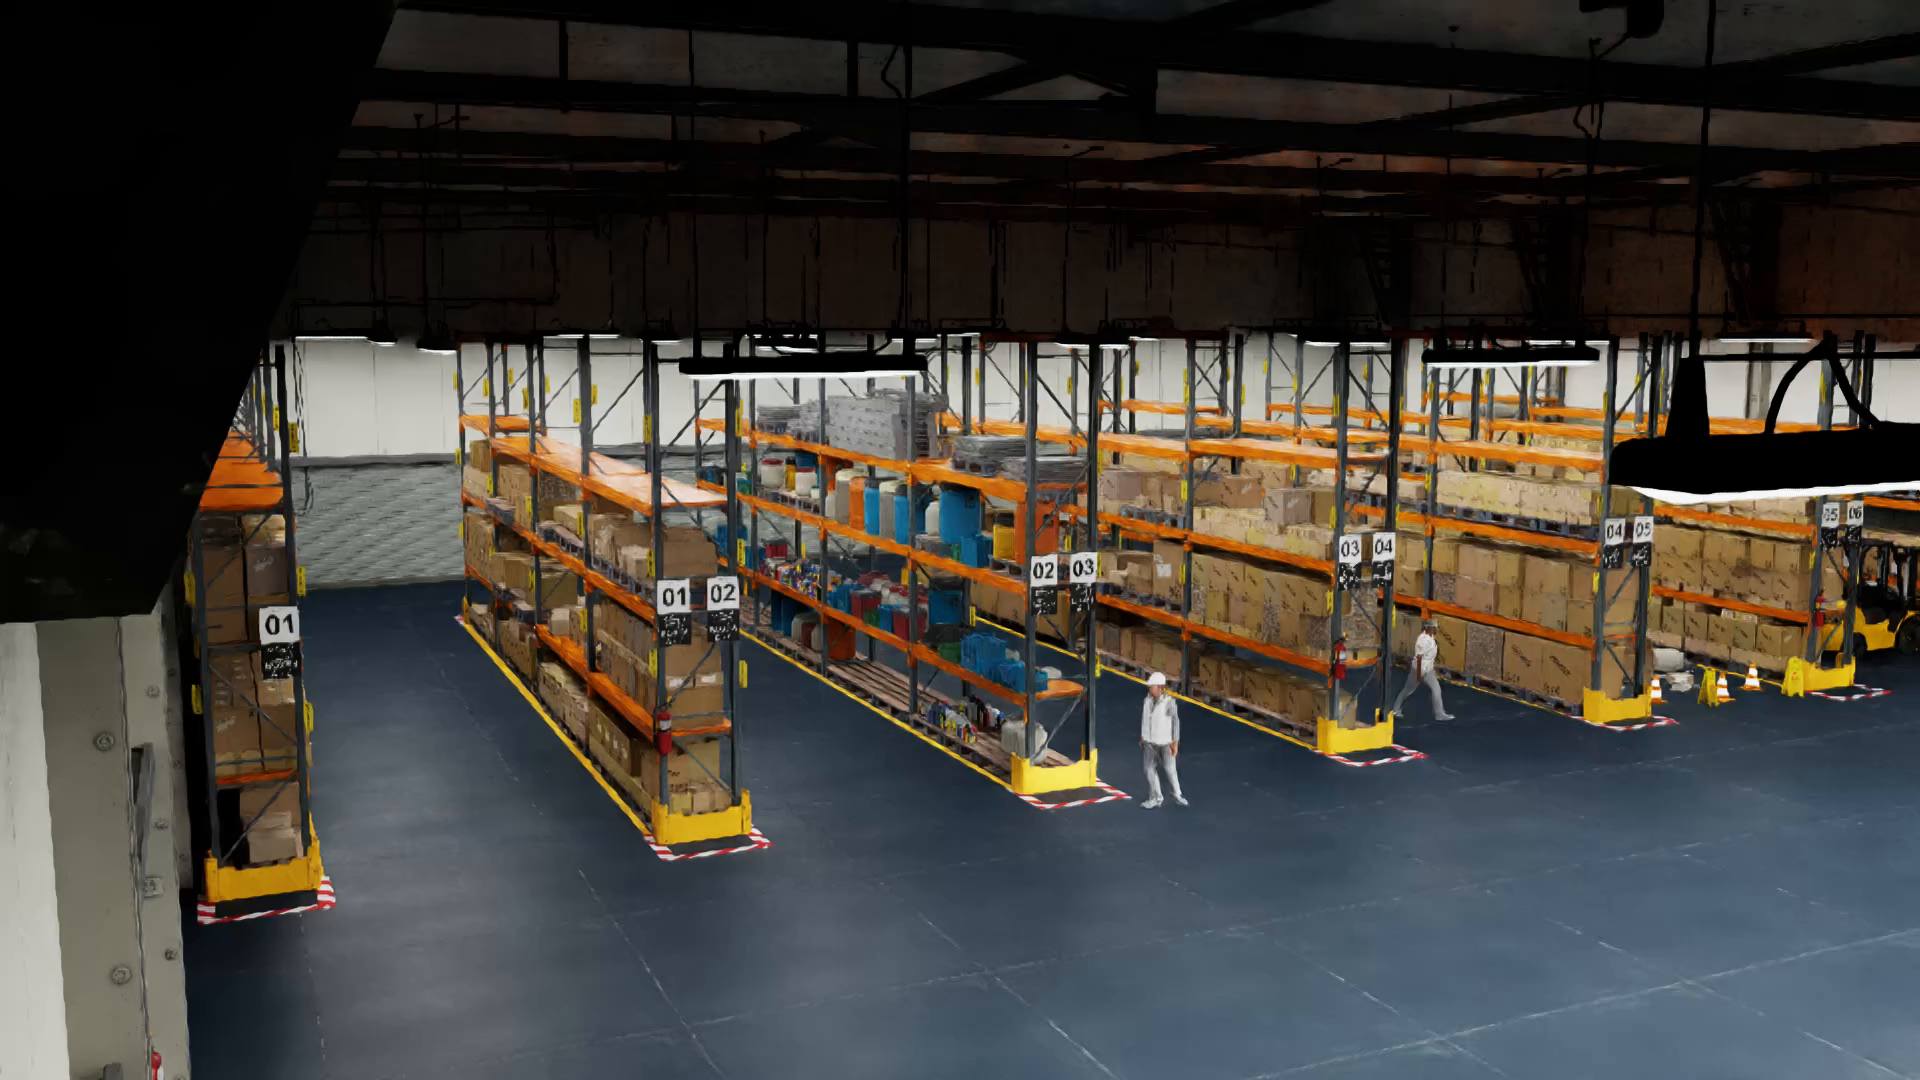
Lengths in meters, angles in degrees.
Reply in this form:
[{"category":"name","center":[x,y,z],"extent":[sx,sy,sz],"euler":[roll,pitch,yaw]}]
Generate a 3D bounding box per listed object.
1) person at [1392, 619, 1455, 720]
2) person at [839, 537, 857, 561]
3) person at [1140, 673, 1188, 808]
[{"category":"person","center":[7.282,2.017,26.121],"extent":[0.937,1.626,0.489],"euler":[7,10,42]},{"category":"person","center":[-2.845,-0.167,42.801],"extent":[0.462,1.468,0.572],"euler":[3,8,23]},{"category":"person","center":[2.619,2.575,21.517],"extent":[0.630,1.767,0.538],"euler":[6,10,39]}]
